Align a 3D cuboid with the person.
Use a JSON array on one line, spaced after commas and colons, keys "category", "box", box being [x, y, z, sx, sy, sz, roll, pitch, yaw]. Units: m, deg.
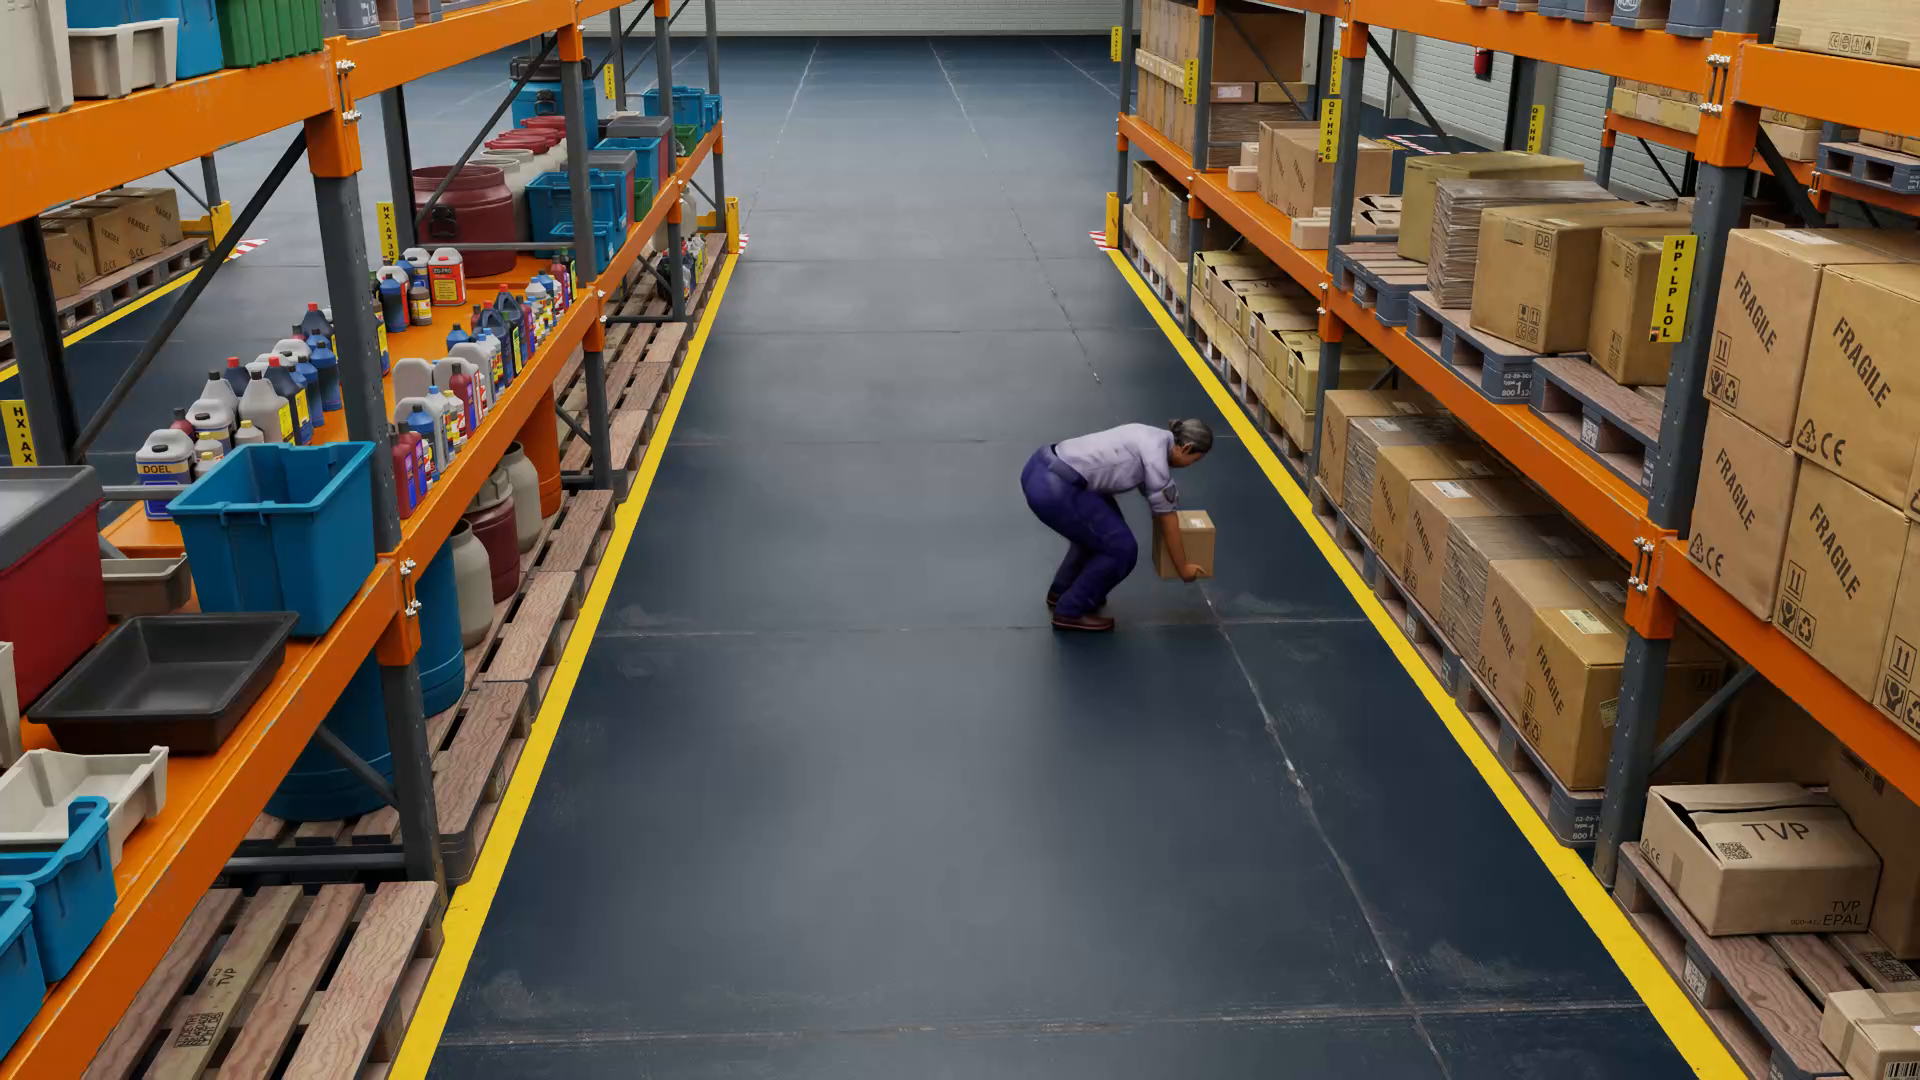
[{"category": "person", "box": [0.732, -0.094, 7.819, 0.892, 0.972, 0.520, -2, 21, -6]}]
